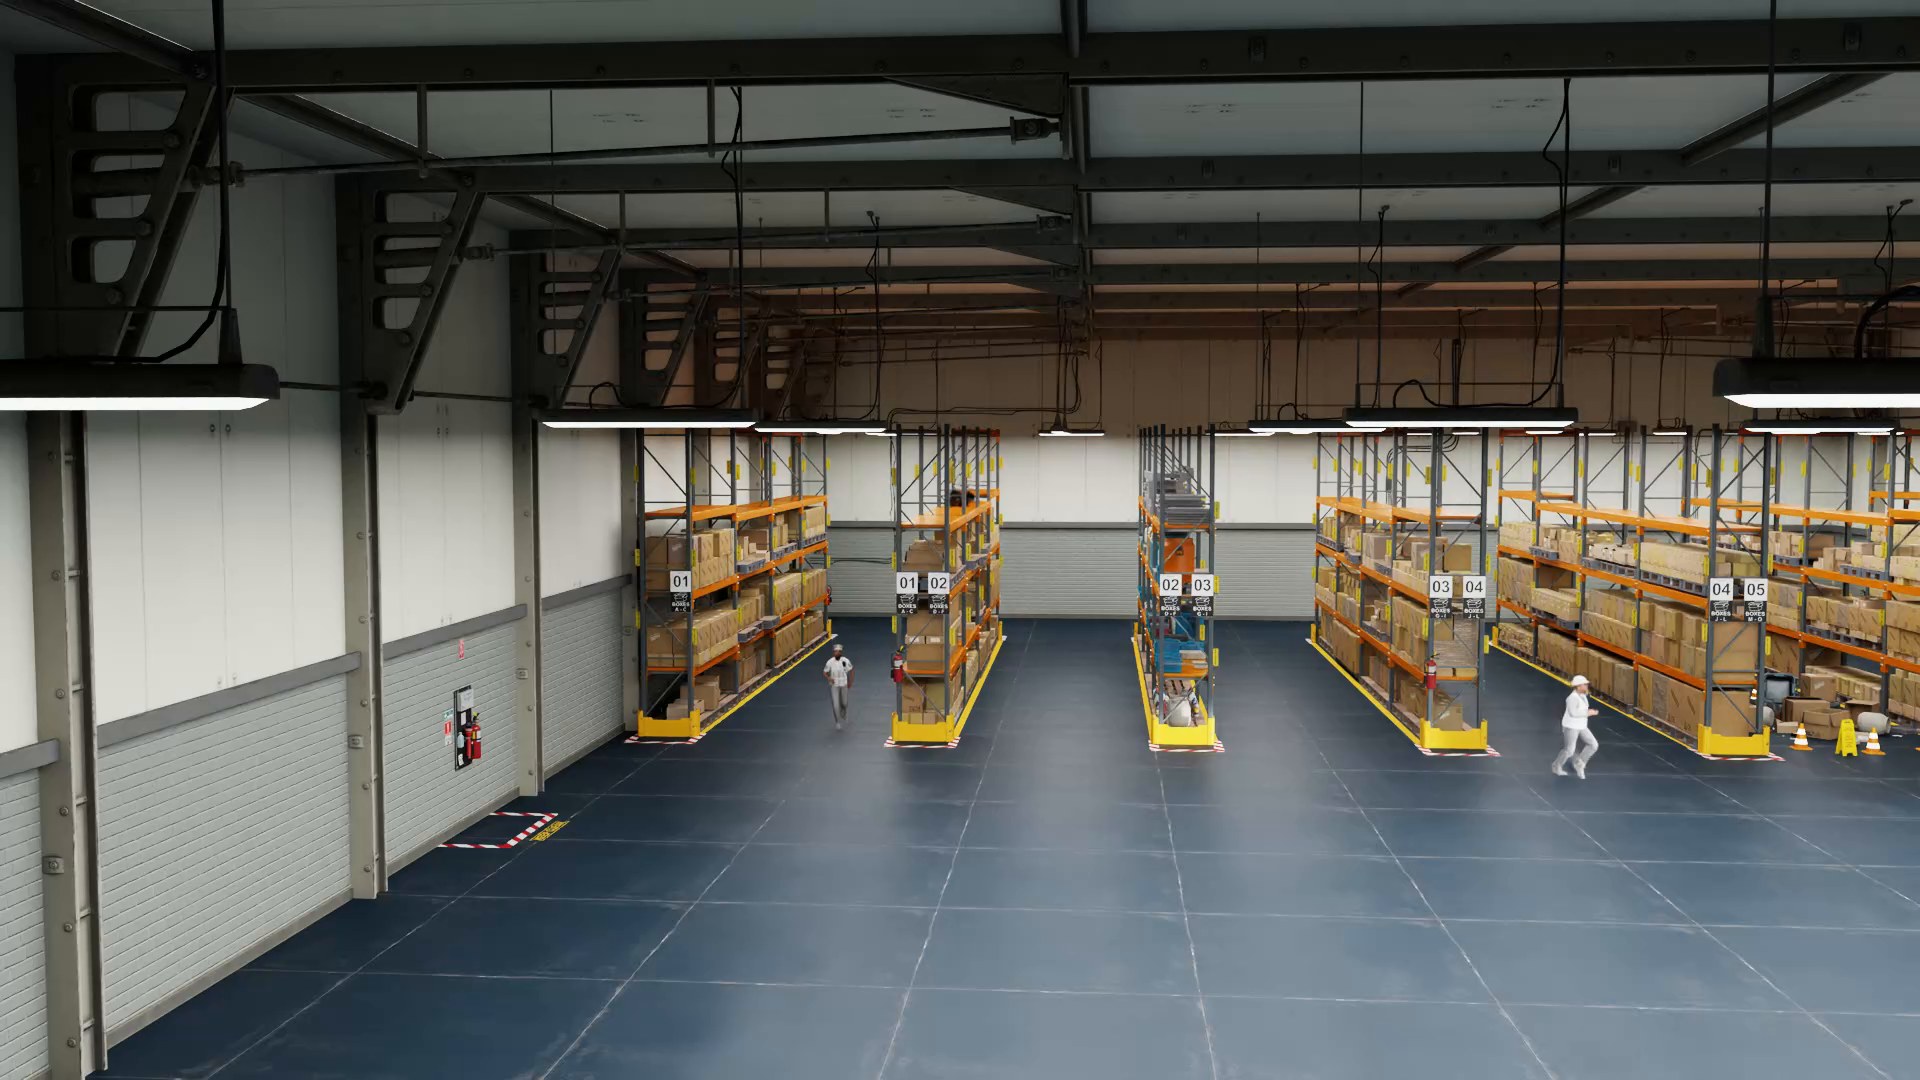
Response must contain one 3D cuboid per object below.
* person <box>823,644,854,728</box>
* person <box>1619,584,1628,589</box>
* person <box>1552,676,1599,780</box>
[{"bbox_3d":[-2.401,2.893,32.971,0.630,1.666,0.539,-1,4,-9],"label":"person"},{"bbox_3d":[18.747,2.043,47.034,0.586,1.659,0.617,0,3,-4],"label":"person"},{"bbox_3d":[10.331,3.139,27.891,0.806,1.761,0.682,3,5,43],"label":"person"}]
